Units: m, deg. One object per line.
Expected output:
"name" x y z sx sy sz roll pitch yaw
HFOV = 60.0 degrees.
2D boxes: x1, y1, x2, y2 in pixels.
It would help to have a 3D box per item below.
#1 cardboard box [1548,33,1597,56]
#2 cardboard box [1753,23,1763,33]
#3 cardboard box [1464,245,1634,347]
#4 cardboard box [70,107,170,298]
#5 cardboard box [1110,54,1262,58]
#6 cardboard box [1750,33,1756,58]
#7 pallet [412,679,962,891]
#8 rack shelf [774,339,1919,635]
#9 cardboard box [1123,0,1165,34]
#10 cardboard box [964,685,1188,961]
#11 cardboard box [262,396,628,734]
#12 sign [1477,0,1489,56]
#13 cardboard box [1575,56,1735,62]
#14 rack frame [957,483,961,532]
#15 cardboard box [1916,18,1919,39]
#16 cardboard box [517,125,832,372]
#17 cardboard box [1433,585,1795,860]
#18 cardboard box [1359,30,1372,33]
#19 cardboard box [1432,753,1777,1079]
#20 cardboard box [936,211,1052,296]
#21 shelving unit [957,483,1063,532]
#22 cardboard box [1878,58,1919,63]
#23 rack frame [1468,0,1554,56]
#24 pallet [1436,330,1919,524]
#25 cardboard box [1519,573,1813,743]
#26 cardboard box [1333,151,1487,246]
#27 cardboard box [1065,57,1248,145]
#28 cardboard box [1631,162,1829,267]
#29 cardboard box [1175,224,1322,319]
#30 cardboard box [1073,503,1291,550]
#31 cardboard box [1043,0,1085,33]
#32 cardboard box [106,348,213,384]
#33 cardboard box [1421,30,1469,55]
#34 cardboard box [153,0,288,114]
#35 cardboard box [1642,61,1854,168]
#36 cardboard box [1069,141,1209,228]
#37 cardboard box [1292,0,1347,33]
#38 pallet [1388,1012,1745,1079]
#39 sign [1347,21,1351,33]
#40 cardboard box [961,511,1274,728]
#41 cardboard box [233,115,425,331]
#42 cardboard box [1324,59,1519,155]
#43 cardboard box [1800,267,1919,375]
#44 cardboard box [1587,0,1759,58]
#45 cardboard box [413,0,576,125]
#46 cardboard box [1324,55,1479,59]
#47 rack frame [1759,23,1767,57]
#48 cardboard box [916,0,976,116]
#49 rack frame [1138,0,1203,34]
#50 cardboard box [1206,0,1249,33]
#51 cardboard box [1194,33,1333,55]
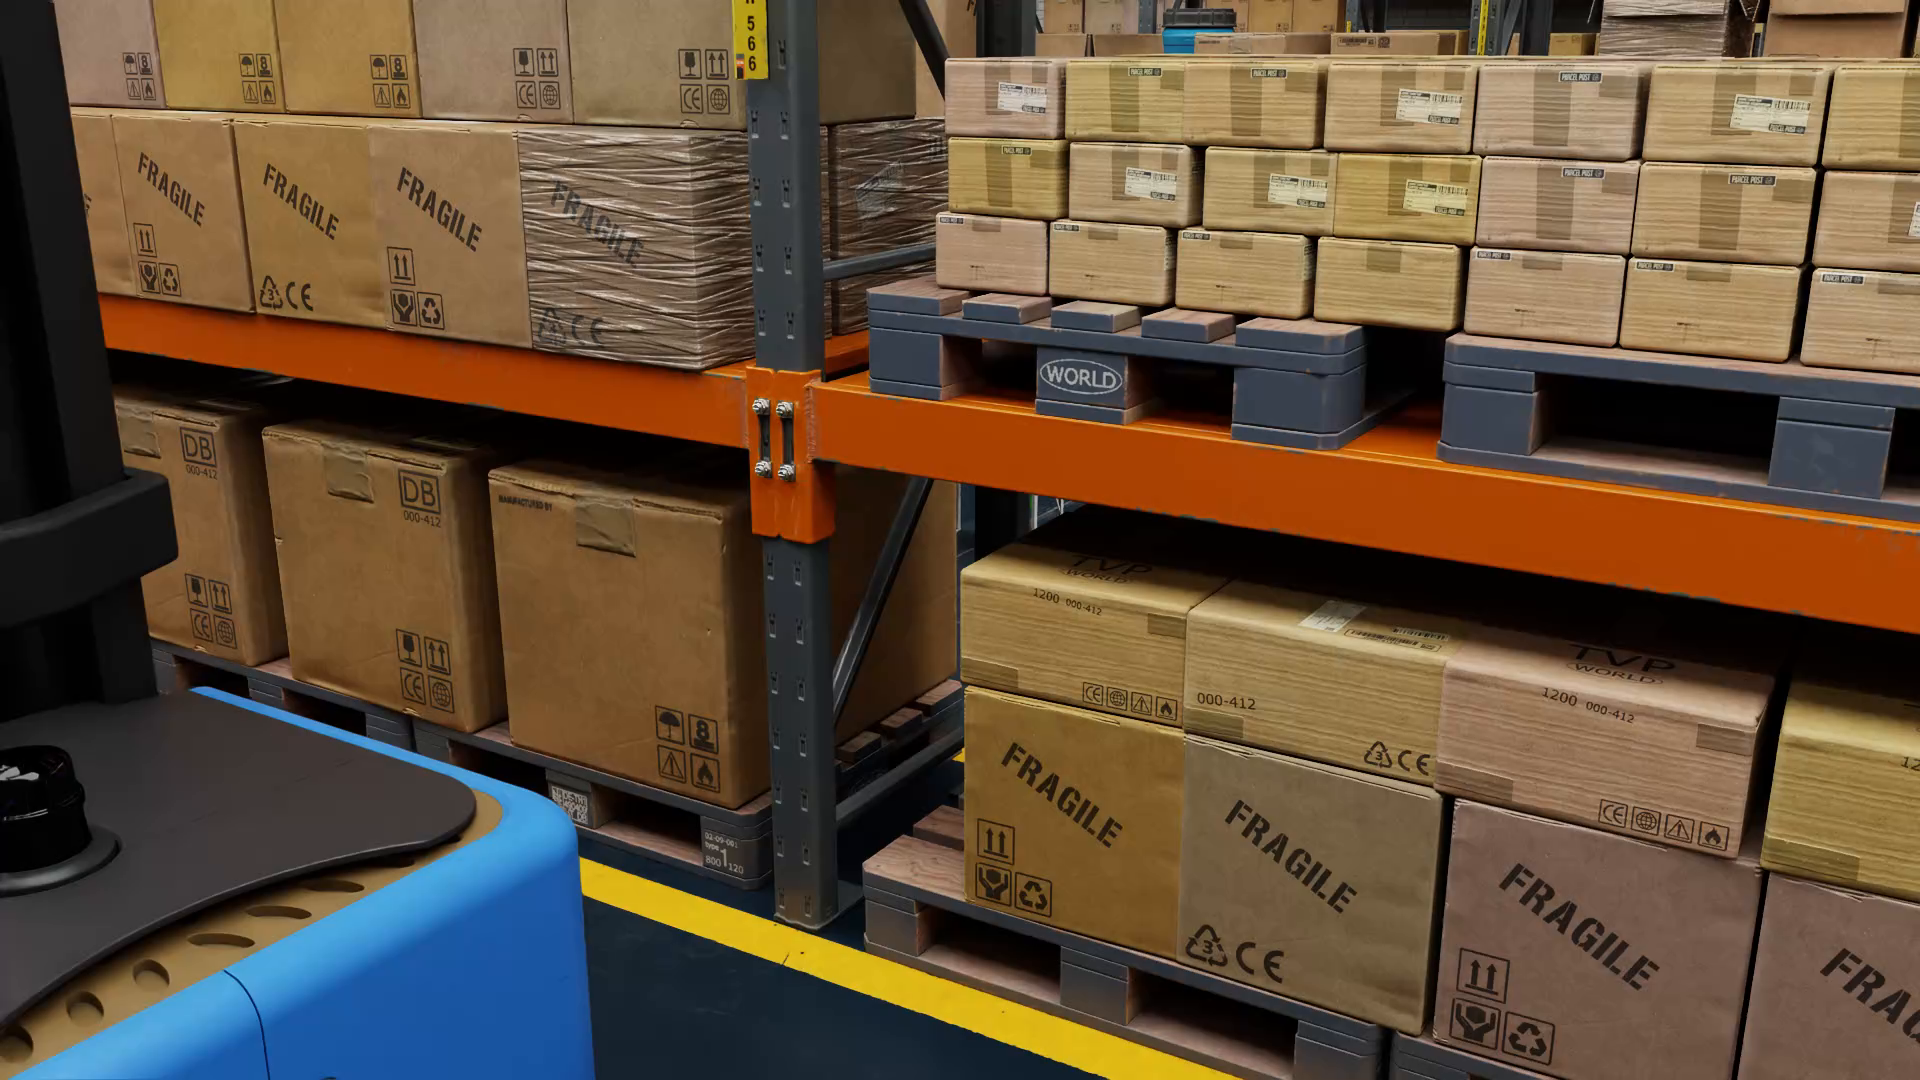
"cardboard box" 7.815 -6.238 21.328 0.500 0.500 0.700 13 21 36
"cardboard box" 9.744 -6.203 20.097 0.250 0.149 0.380 7 18 21
"cardboard box" 1.070 -0.451 2.915 0.250 0.149 0.380 11 20 32
"cardboard box" -2.369 -1.007 4.864 0.500 0.500 0.500 10 20 30
"cardboard box" 0.534 -1.055 3.880 0.250 0.149 0.380 9 19 28
"cardboard box" 9.439 -5.950 20.379 0.500 0.500 0.700 8 19 25
"pallet" -0.756 0.545 4.724 1.213 0.211 1.003 10 20 30
"rack shelf" 1.581 -0.002 2.966 4.000 0.370 1.077 10 20 30
"cardboard box" 2.246 -5.965 18.953 0.500 0.500 0.700 10 20 30
"cardboard box" 0.346 0.515 3.603 0.500 0.500 0.500 9 19 28
"cardboard box" -1.342 -0.022 4.942 0.750 0.750 1.050 10 20 31
"sign" 2.282 -2.244 7.252 0.005 0.325 0.100 10 20 30
"cardboard box" 1.402 -0.899 3.365 0.250 0.149 0.380 10 20 30
"rack frame" -0.067 -0.586 6.746 0.015 1.200 0.240 10 20 30
"cardboard box" 11.046 -5.888 19.096 0.500 0.250 0.500 10 19 29
"cardboard box" -0.648 -0.701 3.855 0.500 0.500 0.500 10 20 30
"cardboard box" 1.185 0.306 3.001 0.500 0.250 0.500 10 20 30
"cardboard box" 5.510 -6.598 22.376 0.500 0.500 0.500 9 19 28
"cardboard box" 1.216 0.668 3.101 0.500 0.500 0.500 10 19 29
"cardboard box" 0.152 -0.613 3.450 0.250 0.149 0.380 10 19 29
"shelving unit" 0.141 -0.549 6.624 0.503 1.200 0.258 10 20 30
"cardboard box" 1.856 -0.818 3.100 0.250 0.149 0.380 11 20 32
"rack frame" 2.558 -1.864 7.856 0.127 3.000 1.000 10 20 30
"pallet" 1.585 -0.268 2.933 1.213 0.211 1.003 10 20 30
"cardboard box" 1.457 0.180 3.416 0.500 0.250 0.500 11 20 31
"cardboard box" 0.860 -0.632 2.998 0.250 0.149 0.380 10 20 30
"cardboard box" 0.399 -0.858 3.230 0.250 0.149 0.380 10 19 29
"cardboard box" 1.281 -0.555 2.745 0.250 0.149 0.380 10 20 30
"cardboard box" 0.611 -0.532 3.180 0.250 0.149 0.380 11 20 33
"cardboard box" 0.596 0.025 3.927 0.500 0.250 0.500 10 19 29
"cardboard box" 1.365 -6.120 19.463 0.500 0.500 0.700 10 20 30
"cardboard box" -2.956 -0.312 5.894 0.750 0.750 1.050 10 20 30
"cardboard box" 6.362 -6.445 21.870 0.500 0.500 0.500 10 20 30
"cardboard box" -1.806 -1.480 4.699 0.500 0.500 0.700 10 20 30
"cardboard box" 1.290 -0.698 2.705 0.250 0.149 0.380 11 20 32
"cardboard box" 0.416 -0.710 3.255 0.250 0.149 0.380 11 20 33
"cardboard box" 3.956 -5.660 17.948 0.500 0.500 0.700 10 20 30
"pallet" 1.577 0.989 3.264 1.213 0.211 1.003 10 20 30
"sign" 4.048 -5.240 17.344 0.005 0.325 0.100 10 20 30
"cardboard box" 0.337 0.150 3.513 0.500 0.250 0.500 9 19 28
"cardboard box" -1.498 -0.853 4.356 0.500 0.500 0.500 10 19 29
"cardboard box" 0.831 -0.779 2.970 0.250 0.149 0.380 9 19 28
"cardboard box" 1.504 -0.372 2.656 0.250 0.149 0.380 9 19 28
"cardboard box" 3.173 -2.276 7.316 0.637 0.503 0.797 11 20 32
"cardboard box" -0.932 -1.324 4.188 0.500 0.500 0.700 10 19 29
"cardboard box" 0.970 -0.977 3.621 0.250 0.149 0.380 11 20 32
"rack frame" 7.746 -4.317 15.931 0.127 3.000 1.000 10 20 30
"cardboard box" -0.246 -2.805 9.199 1.000 1.000 1.000 10 20 30
"rack frame" 1.742 -3.699 13.897 0.127 3.000 1.000 10 20 30
"cardboard box" 3.098 -5.813 18.452 0.500 0.500 0.700 10 20 30
"cardboard box" 1.549 -2.245 8.216 0.500 0.500 0.700 14 22 38
